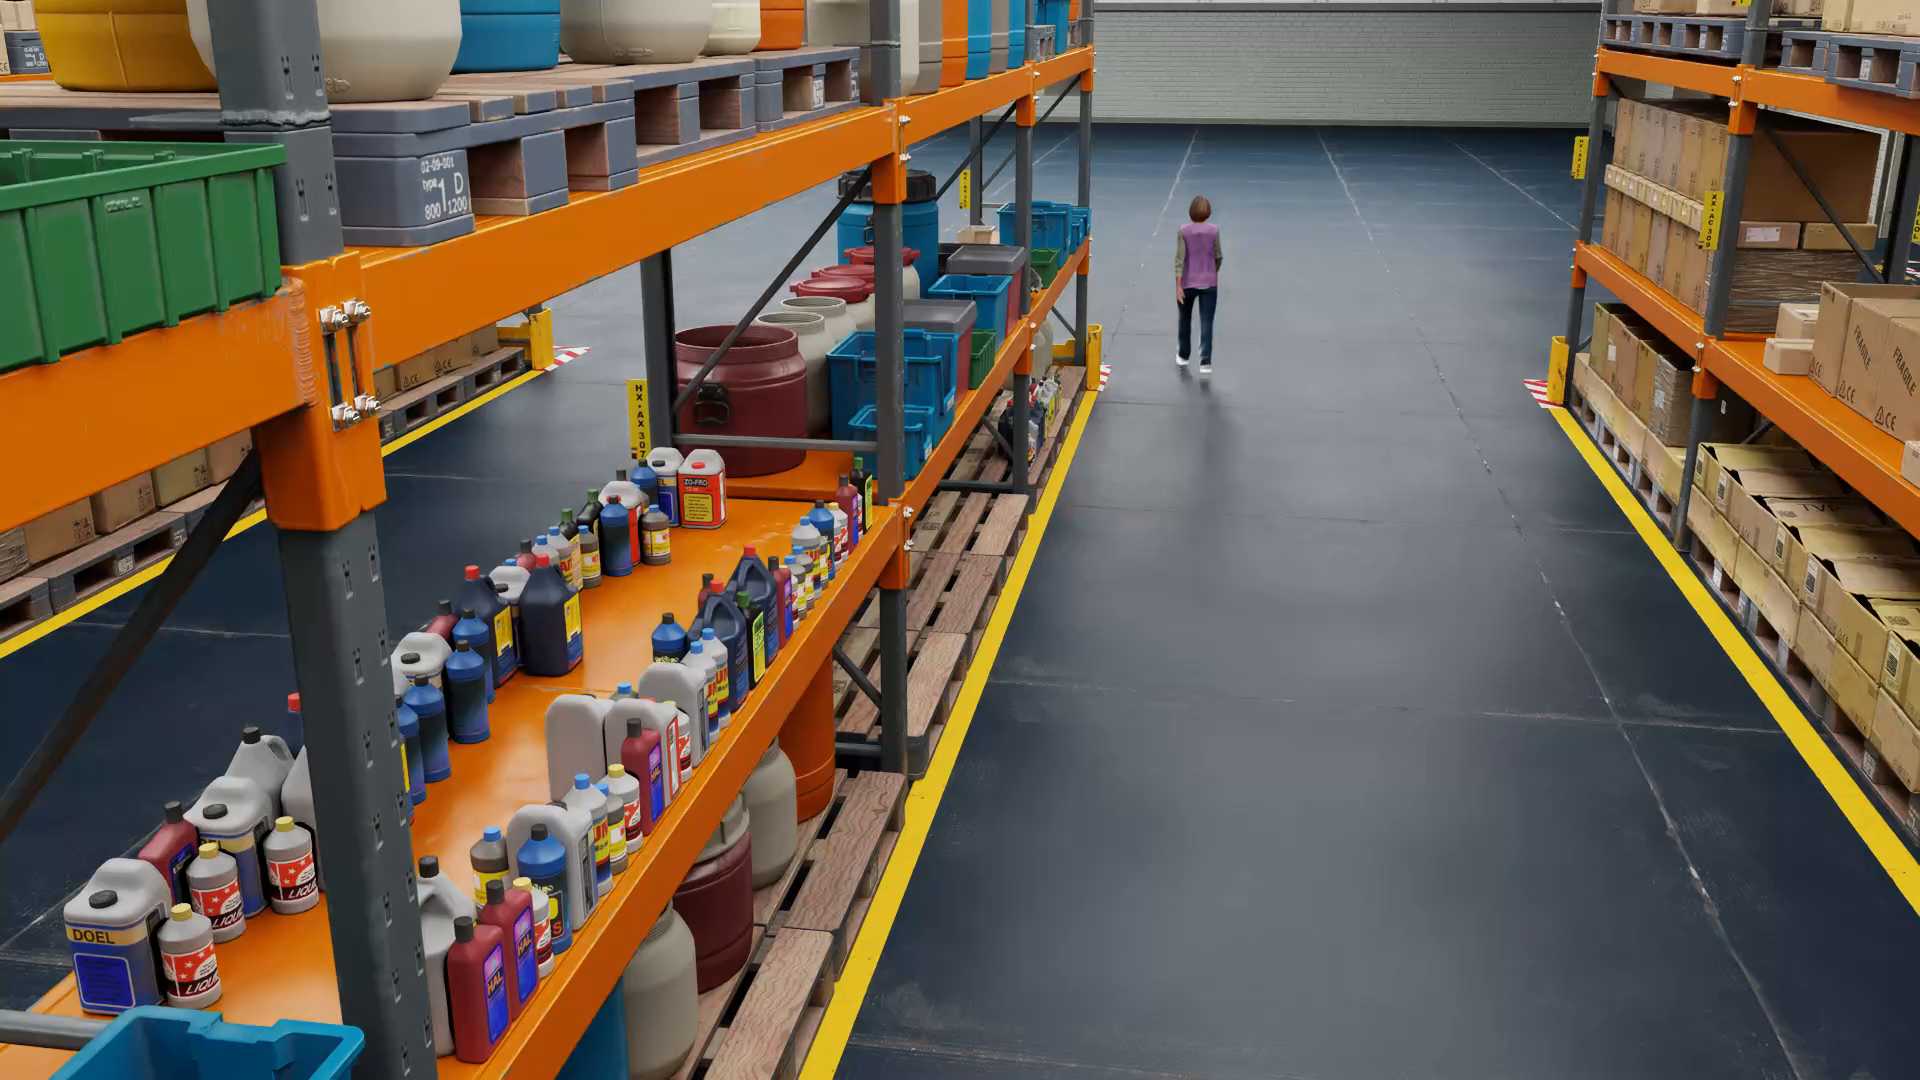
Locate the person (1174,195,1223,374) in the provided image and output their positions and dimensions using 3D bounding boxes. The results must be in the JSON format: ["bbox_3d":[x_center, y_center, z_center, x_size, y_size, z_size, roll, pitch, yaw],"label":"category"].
[{"bbox_3d":[2.086,-2.253,14.592,0.426,1.538,0.922,2,18,7],"label":"person"}]
